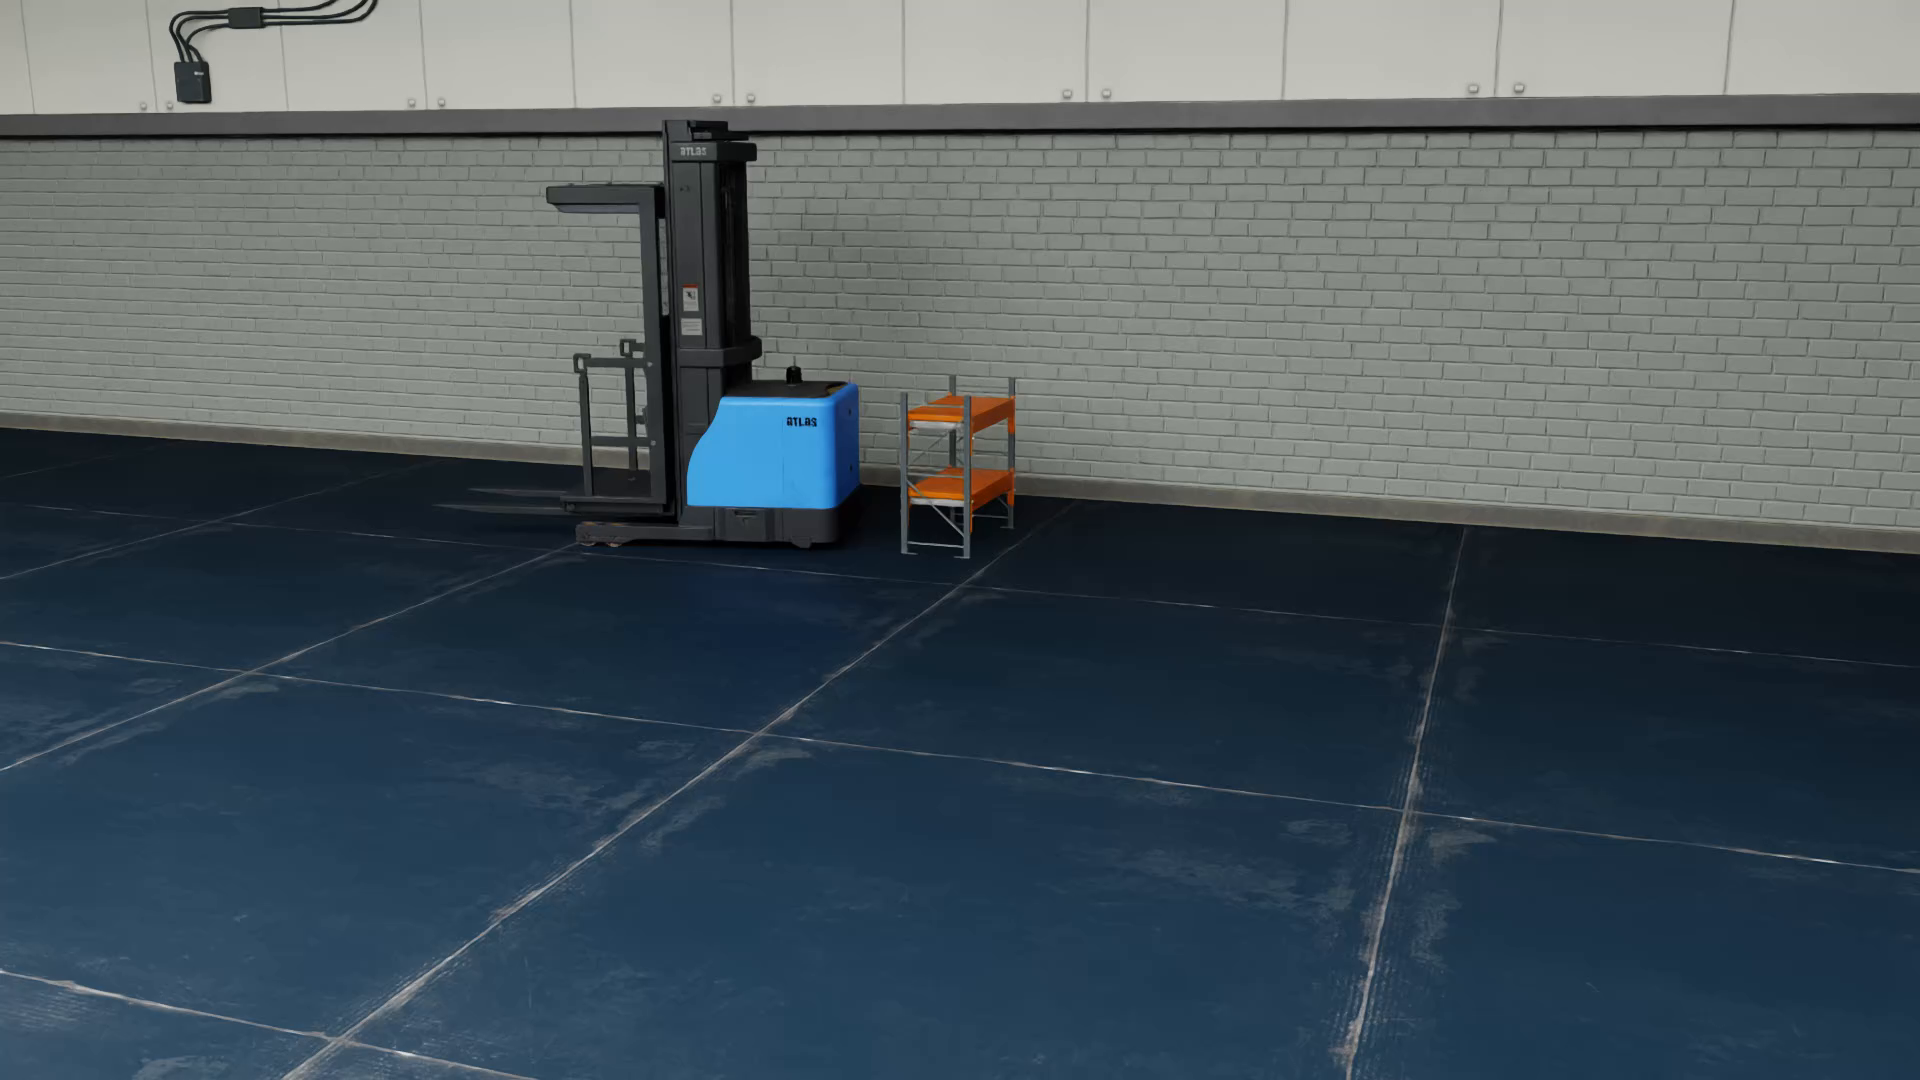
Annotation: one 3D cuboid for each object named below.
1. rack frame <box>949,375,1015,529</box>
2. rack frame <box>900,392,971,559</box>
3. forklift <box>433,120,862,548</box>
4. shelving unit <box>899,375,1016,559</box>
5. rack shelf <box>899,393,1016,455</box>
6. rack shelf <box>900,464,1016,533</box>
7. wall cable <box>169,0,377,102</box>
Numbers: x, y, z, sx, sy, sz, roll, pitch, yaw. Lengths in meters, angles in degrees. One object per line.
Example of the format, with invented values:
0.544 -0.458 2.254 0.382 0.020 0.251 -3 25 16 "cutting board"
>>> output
0.162 -0.654 12.325 0.500 1.125 0.032 4 14 18 "rack frame"
-0.167 -0.440 11.388 0.500 1.125 0.032 4 14 18 "rack frame"
-2.293 -1.495 11.949 3.031 2.935 1.130 2 13 7 "forklift"
-0.002 -0.547 11.857 0.538 1.125 1.048 4 14 18 "shelving unit"
-0.002 -0.832 11.791 0.538 0.278 1.000 4 14 18 "rack shelf"
-0.002 -0.309 11.911 0.538 0.278 1.000 4 14 18 "rack shelf"
-6.144 -6.910 14.396 2.305 6.003 0.169 4 14 18 "wall cable"
